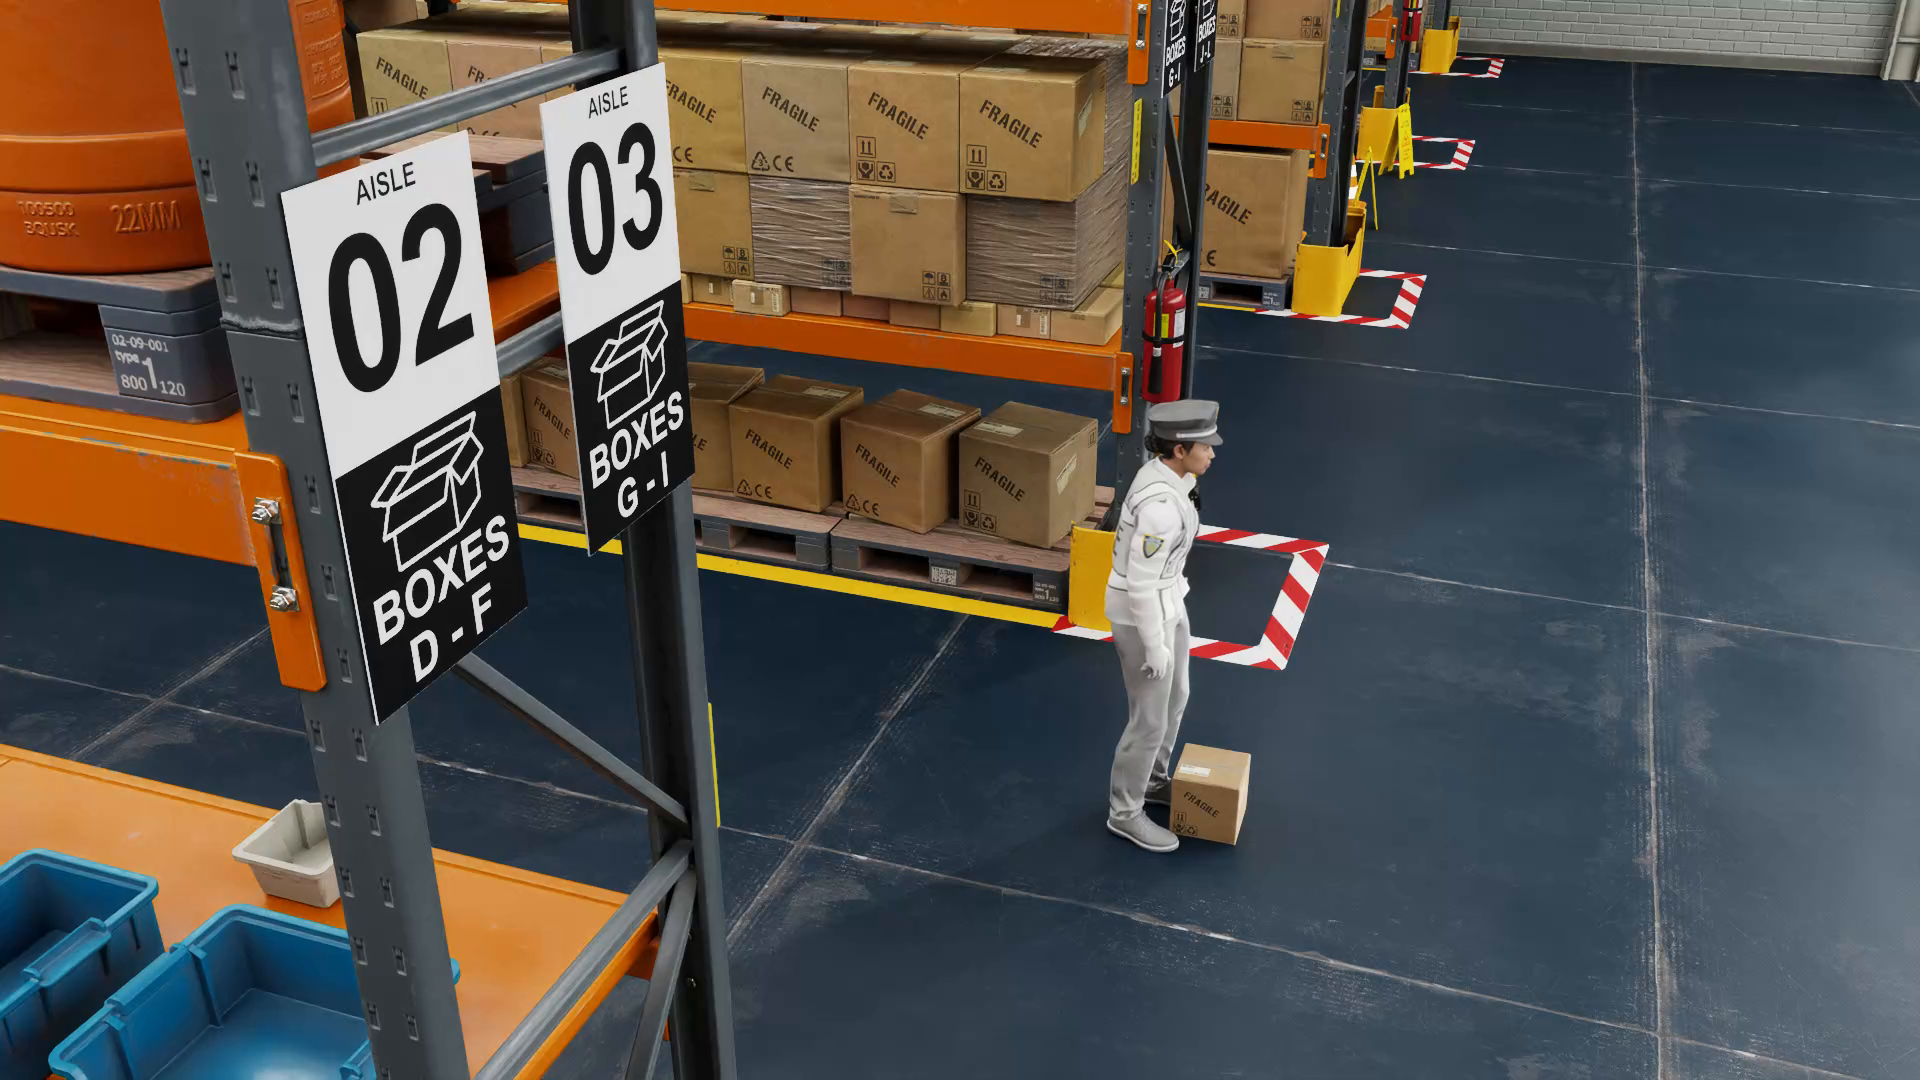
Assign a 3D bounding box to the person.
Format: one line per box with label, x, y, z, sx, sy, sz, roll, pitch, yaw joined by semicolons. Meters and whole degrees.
person;0.733;0.284;6.018;0.410;1.666;0.547;7;27;15
